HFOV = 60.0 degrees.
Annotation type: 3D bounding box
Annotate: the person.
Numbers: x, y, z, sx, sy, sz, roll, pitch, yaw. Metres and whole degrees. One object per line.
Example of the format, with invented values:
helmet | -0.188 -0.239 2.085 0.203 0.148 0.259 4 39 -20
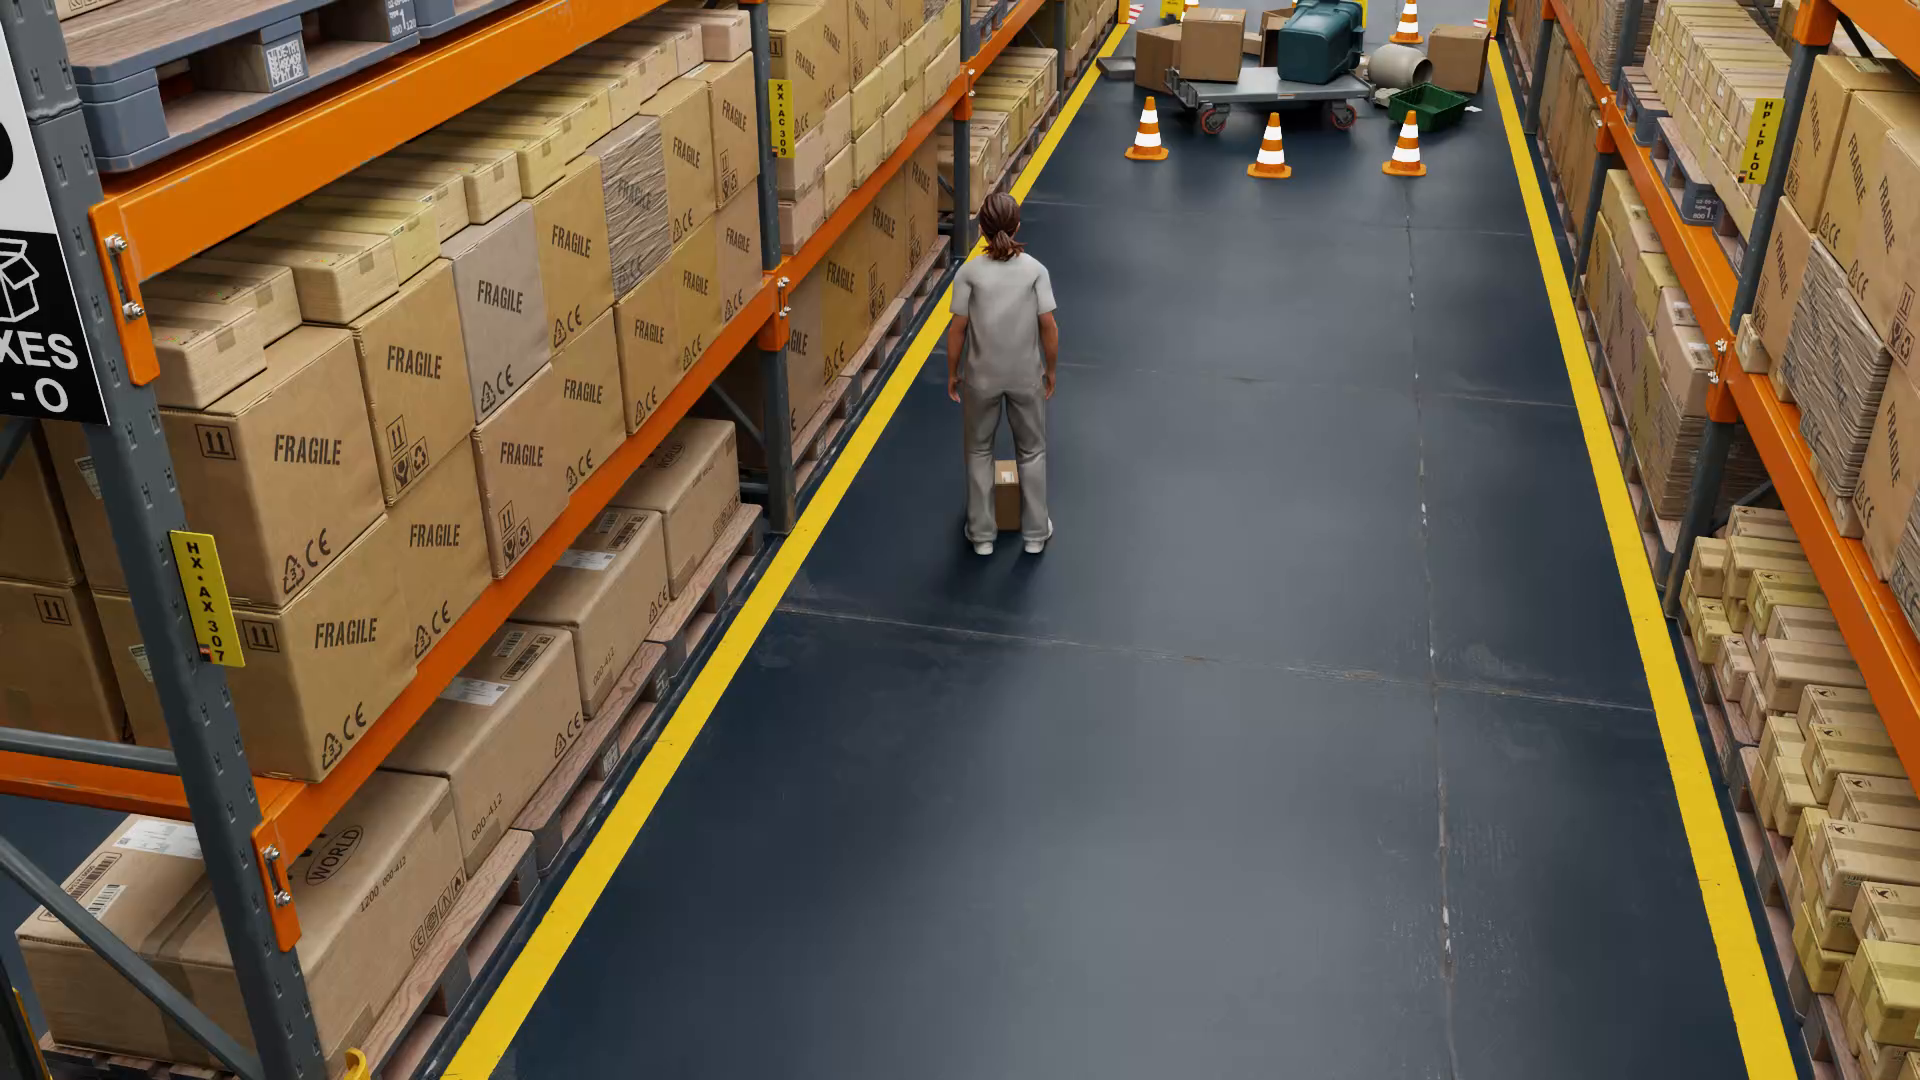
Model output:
person | 0.193 -0.717 7.426 0.504 1.673 0.351 -1 29 -2
